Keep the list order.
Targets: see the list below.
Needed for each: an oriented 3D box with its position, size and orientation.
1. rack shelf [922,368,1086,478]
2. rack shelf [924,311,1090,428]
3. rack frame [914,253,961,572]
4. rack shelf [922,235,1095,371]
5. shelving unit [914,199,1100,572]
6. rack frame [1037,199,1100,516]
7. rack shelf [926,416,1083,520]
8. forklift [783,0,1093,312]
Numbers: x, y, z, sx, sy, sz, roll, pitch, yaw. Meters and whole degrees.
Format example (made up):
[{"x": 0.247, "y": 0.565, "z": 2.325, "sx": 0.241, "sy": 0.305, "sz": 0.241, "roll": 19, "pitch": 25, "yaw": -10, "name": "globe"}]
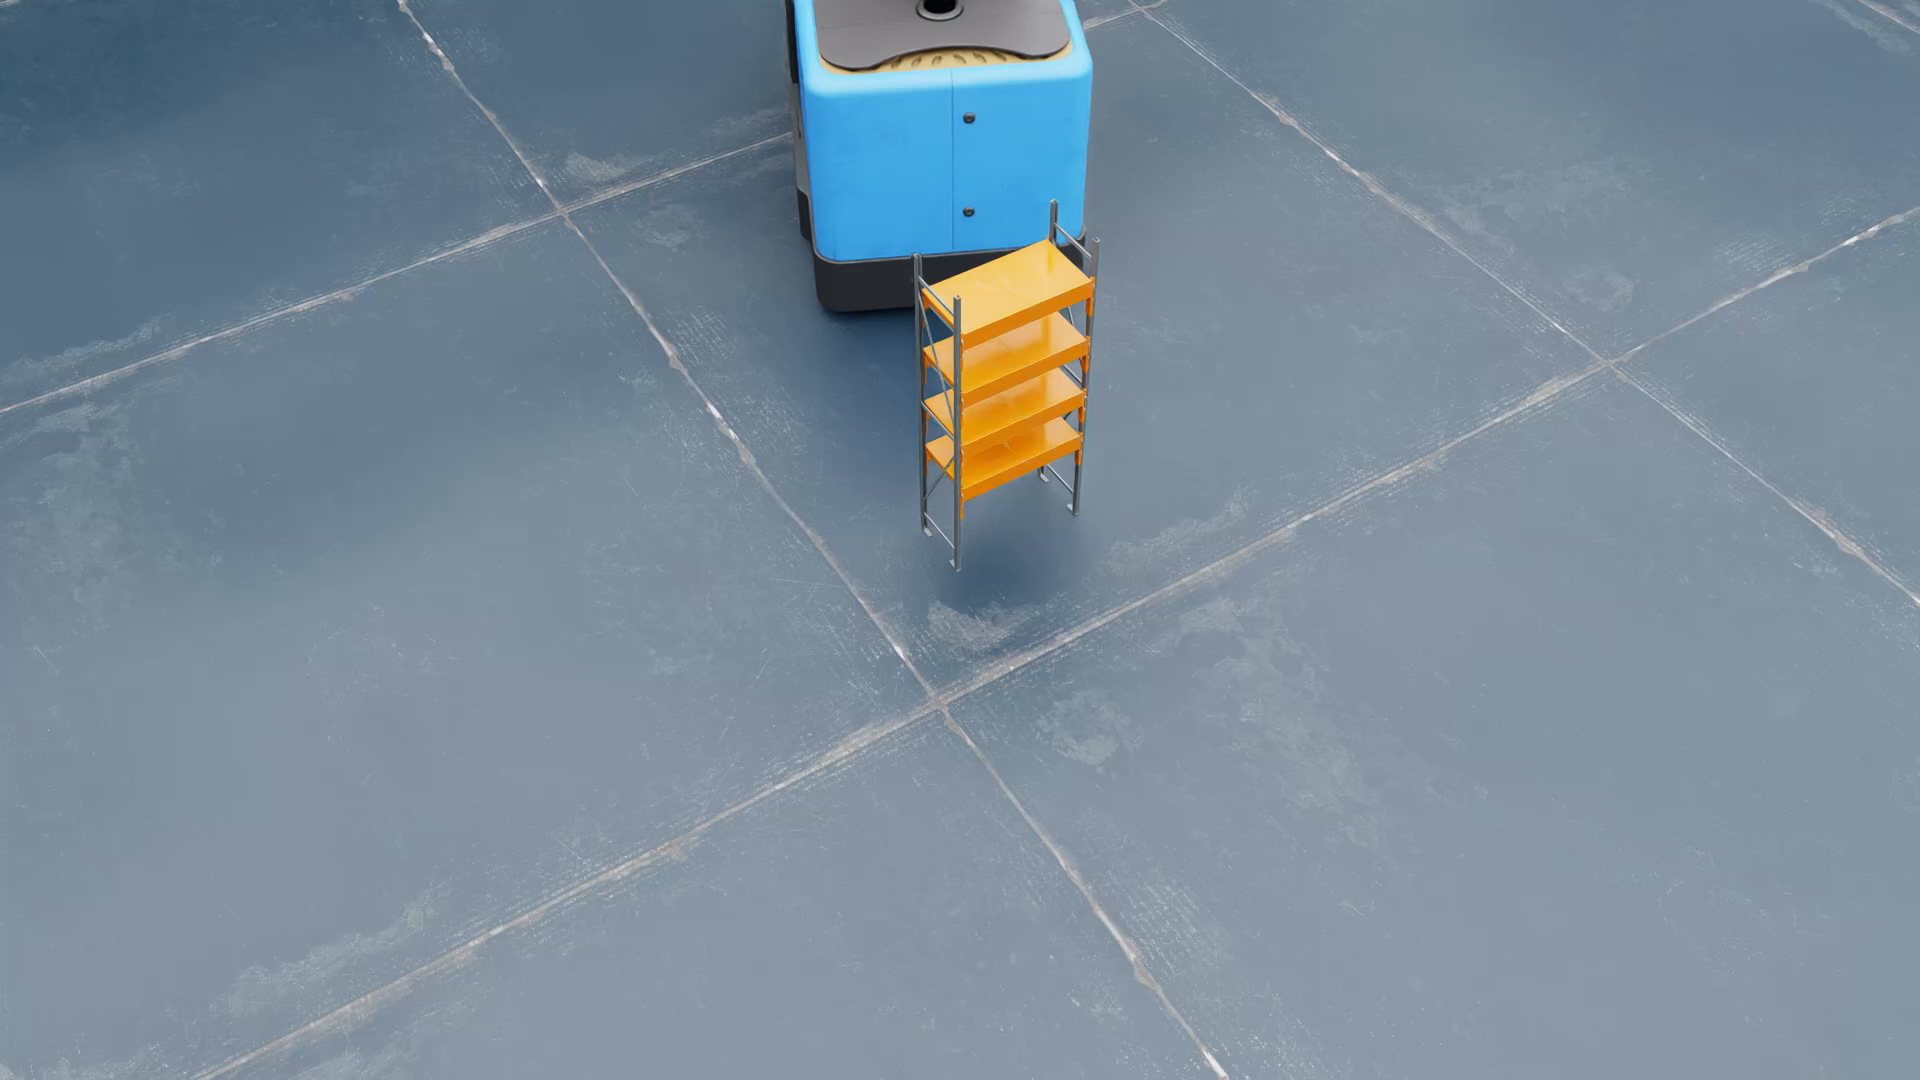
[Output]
[{"x": 0.140, "y": -0.420, "z": 5.411, "sx": 0.480, "sy": 0.148, "sz": 0.258, "roll": -25, "pitch": 53, "yaw": -21, "name": "rack shelf"}, {"x": 0.140, "y": -0.569, "z": 5.244, "sx": 0.480, "sy": 0.148, "sz": 0.258, "roll": -25, "pitch": 53, "yaw": -21, "name": "rack shelf"}, {"x": -0.066, "y": -0.368, "z": 5.274, "sx": 0.015, "sy": 1.200, "sz": 0.240, "roll": -25, "pitch": 53, "yaw": -21, "name": "rack frame"}, {"x": 0.140, "y": -0.726, "z": 5.067, "sx": 0.480, "sy": 0.148, "sz": 0.258, "roll": -25, "pitch": 53, "yaw": -21, "name": "rack shelf"}, {"x": 0.140, "y": -0.465, "z": 5.361, "sx": 0.503, "sy": 1.200, "sz": 0.258, "roll": -25, "pitch": 53, "yaw": -21, "name": "shelving unit"}, {"x": 0.346, "y": -0.562, "z": 5.447, "sx": 0.015, "sy": 1.200, "sz": 0.240, "roll": -25, "pitch": 53, "yaw": -21, "name": "rack frame"}, {"x": 0.140, "y": -0.288, "z": 5.559, "sx": 0.480, "sy": 0.148, "sz": 0.258, "roll": -25, "pitch": 53, "yaw": -21, "name": "rack shelf"}, {"x": -0.212, "y": -2.971, "z": 6.433, "sx": 1.130, "sy": 2.935, "sz": 3.031, "roll": -5, "pitch": 49, "yaw": -5, "name": "forklift"}]
